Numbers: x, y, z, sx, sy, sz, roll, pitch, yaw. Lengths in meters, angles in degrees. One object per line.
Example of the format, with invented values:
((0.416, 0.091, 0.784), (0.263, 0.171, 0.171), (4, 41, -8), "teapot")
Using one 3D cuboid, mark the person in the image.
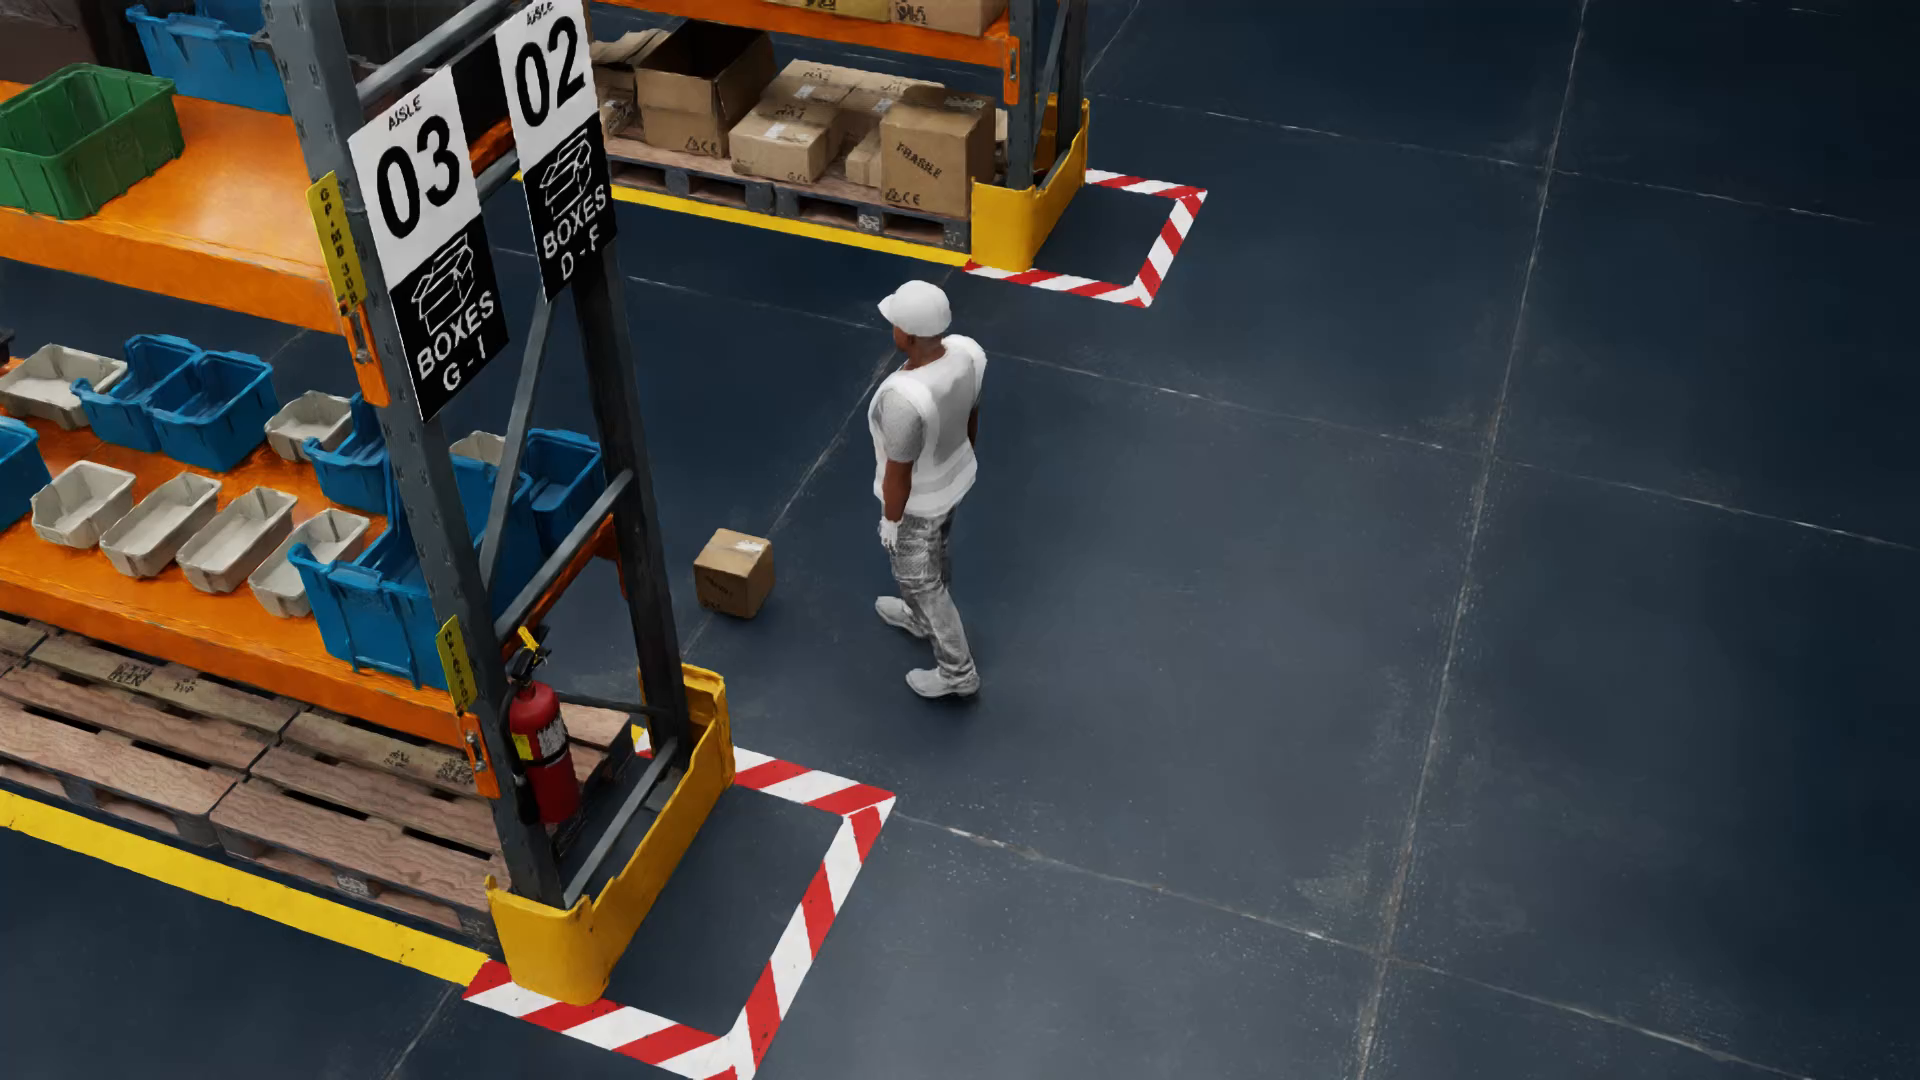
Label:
((-0.142, -0.205, 6.361), (0.654, 1.790, 0.566), (22, 46, 23), "person")
